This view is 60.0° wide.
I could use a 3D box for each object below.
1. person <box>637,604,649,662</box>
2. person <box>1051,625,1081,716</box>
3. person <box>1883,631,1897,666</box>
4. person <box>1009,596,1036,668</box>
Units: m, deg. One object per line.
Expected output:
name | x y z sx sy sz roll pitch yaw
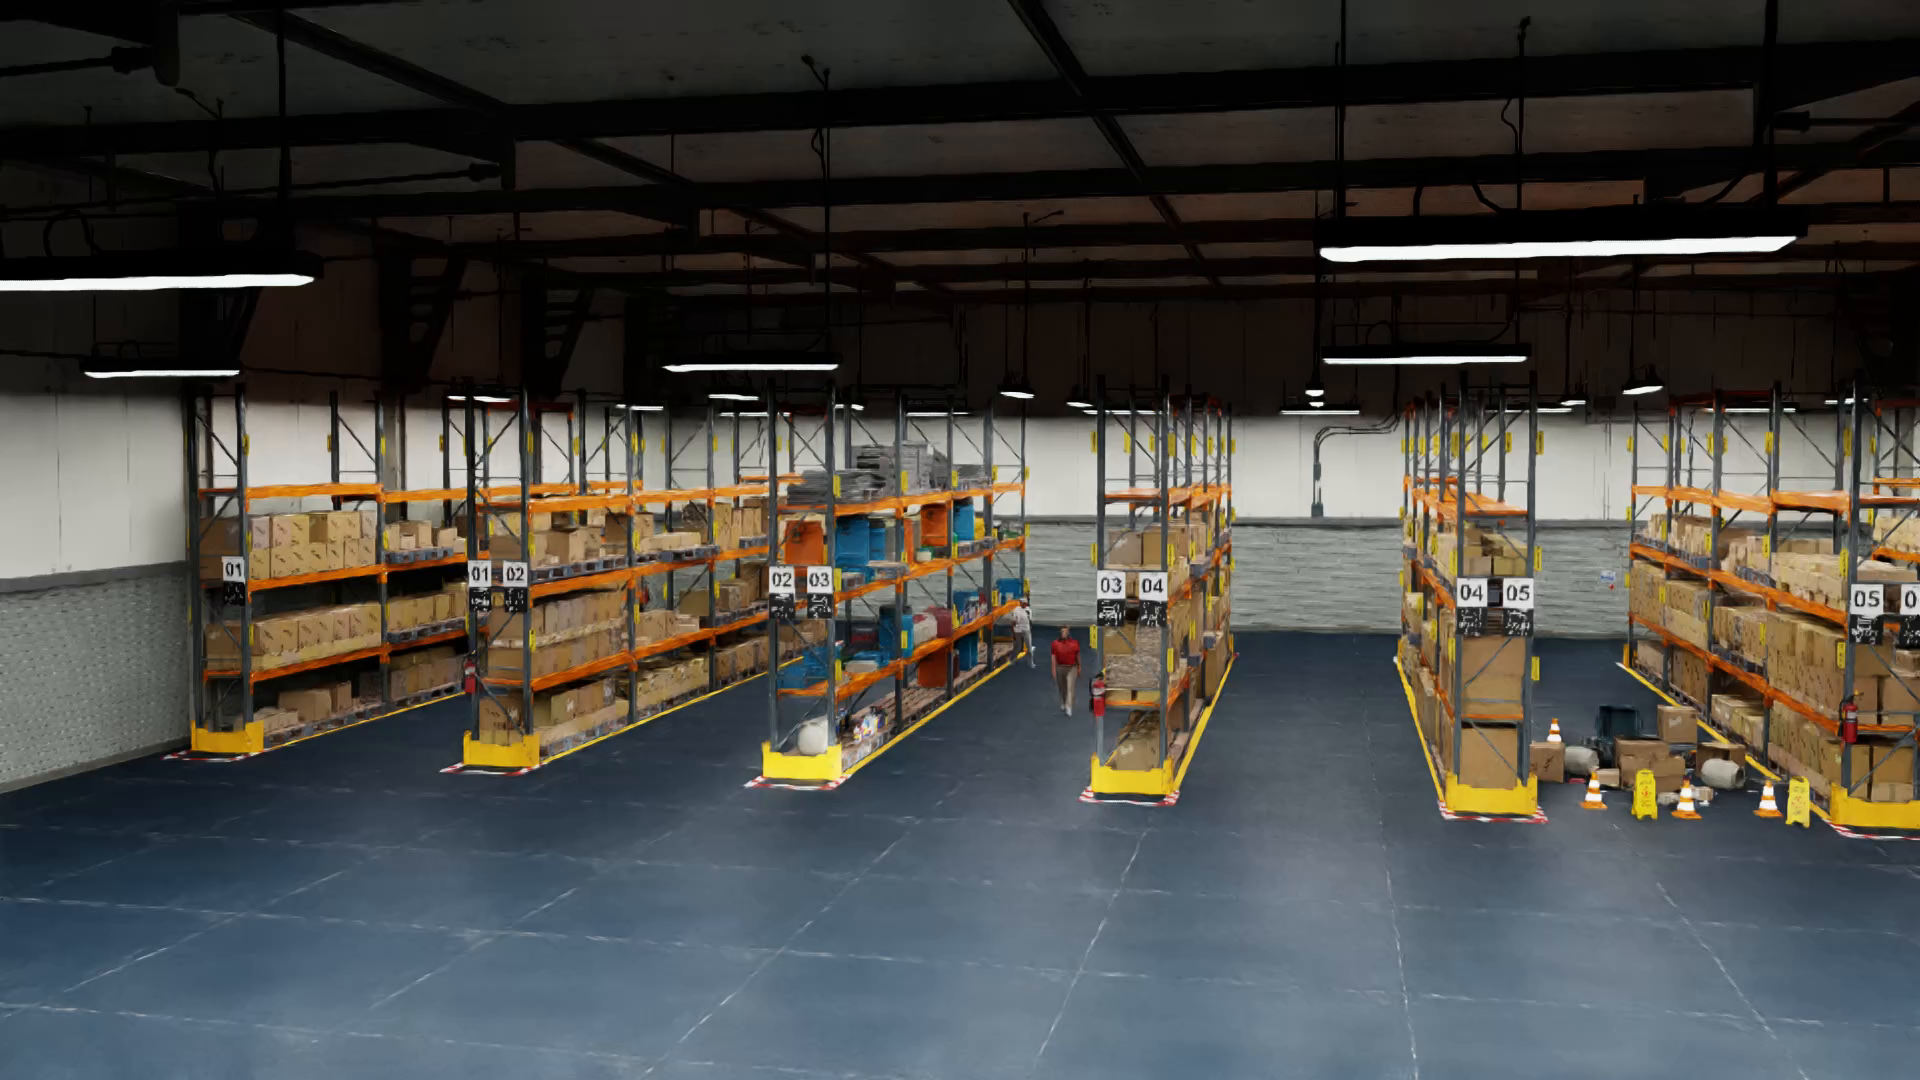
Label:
person | -6.999 2.158 36.384 0.566 1.541 0.519 1 3 10
person | 1.949 2.389 30.886 0.542 1.631 1.126 1 3 14
person | 16.952 2.452 30.416 0.534 1.589 0.522 2 4 37
person | 1.400 2.050 37.493 0.494 1.624 0.936 -1 3 -11
